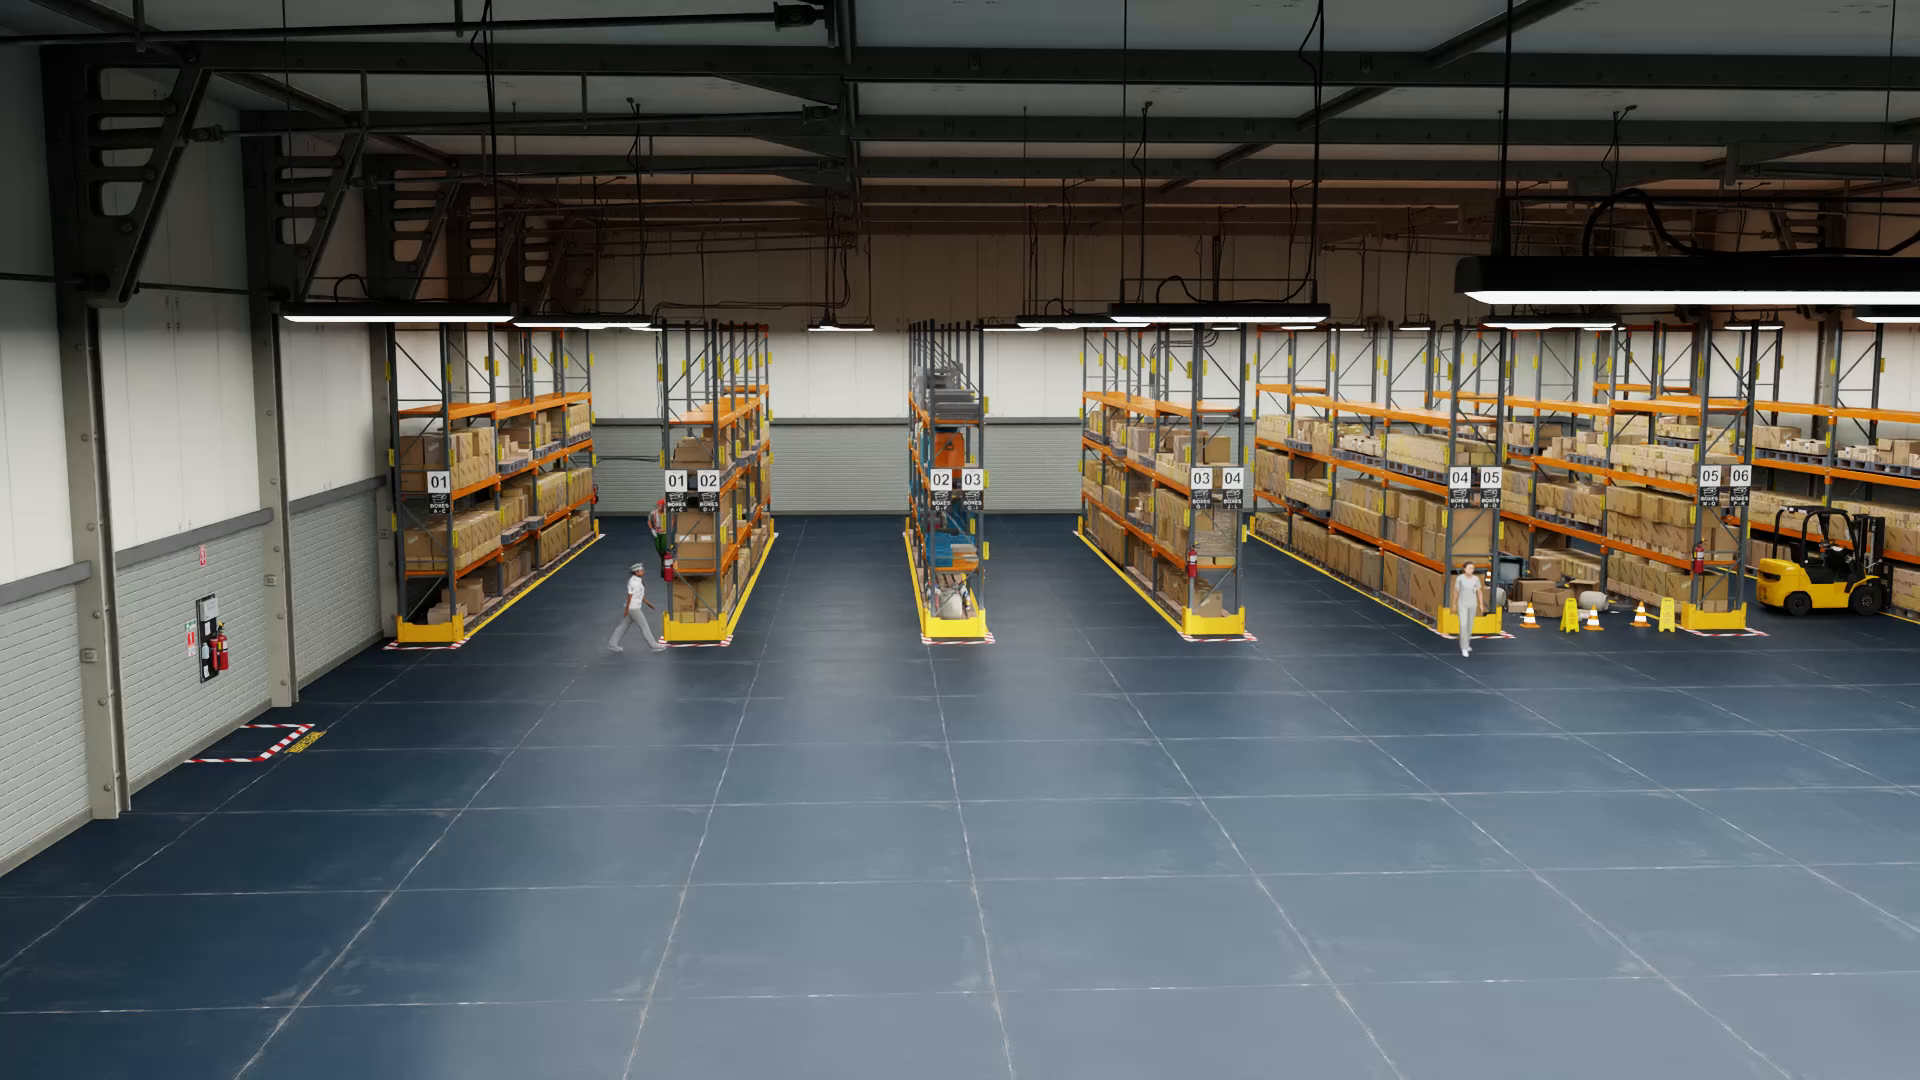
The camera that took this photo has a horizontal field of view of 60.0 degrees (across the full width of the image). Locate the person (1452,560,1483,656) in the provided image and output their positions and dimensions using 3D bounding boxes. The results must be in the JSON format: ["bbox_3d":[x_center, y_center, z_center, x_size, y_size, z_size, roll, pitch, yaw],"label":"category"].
[{"bbox_3d":[9.142,1.216,29.922,0.495,1.705,0.622,0,7,-4],"label":"person"}]

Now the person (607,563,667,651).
[{"bbox_3d":[-5.823,1.207,29.923,1.059,1.602,0.488,-1,7,-7],"label":"person"}]

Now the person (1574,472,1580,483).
[{"bbox_3d":[18.365,-1.225,49.639,0.967,1.633,0.439,-1,7,-5],"label":"person"}]

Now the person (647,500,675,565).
[{"bbox_3d":[-7.385,-0.179,41.112,0.644,1.680,0.656,1,7,5],"label":"person"}]
